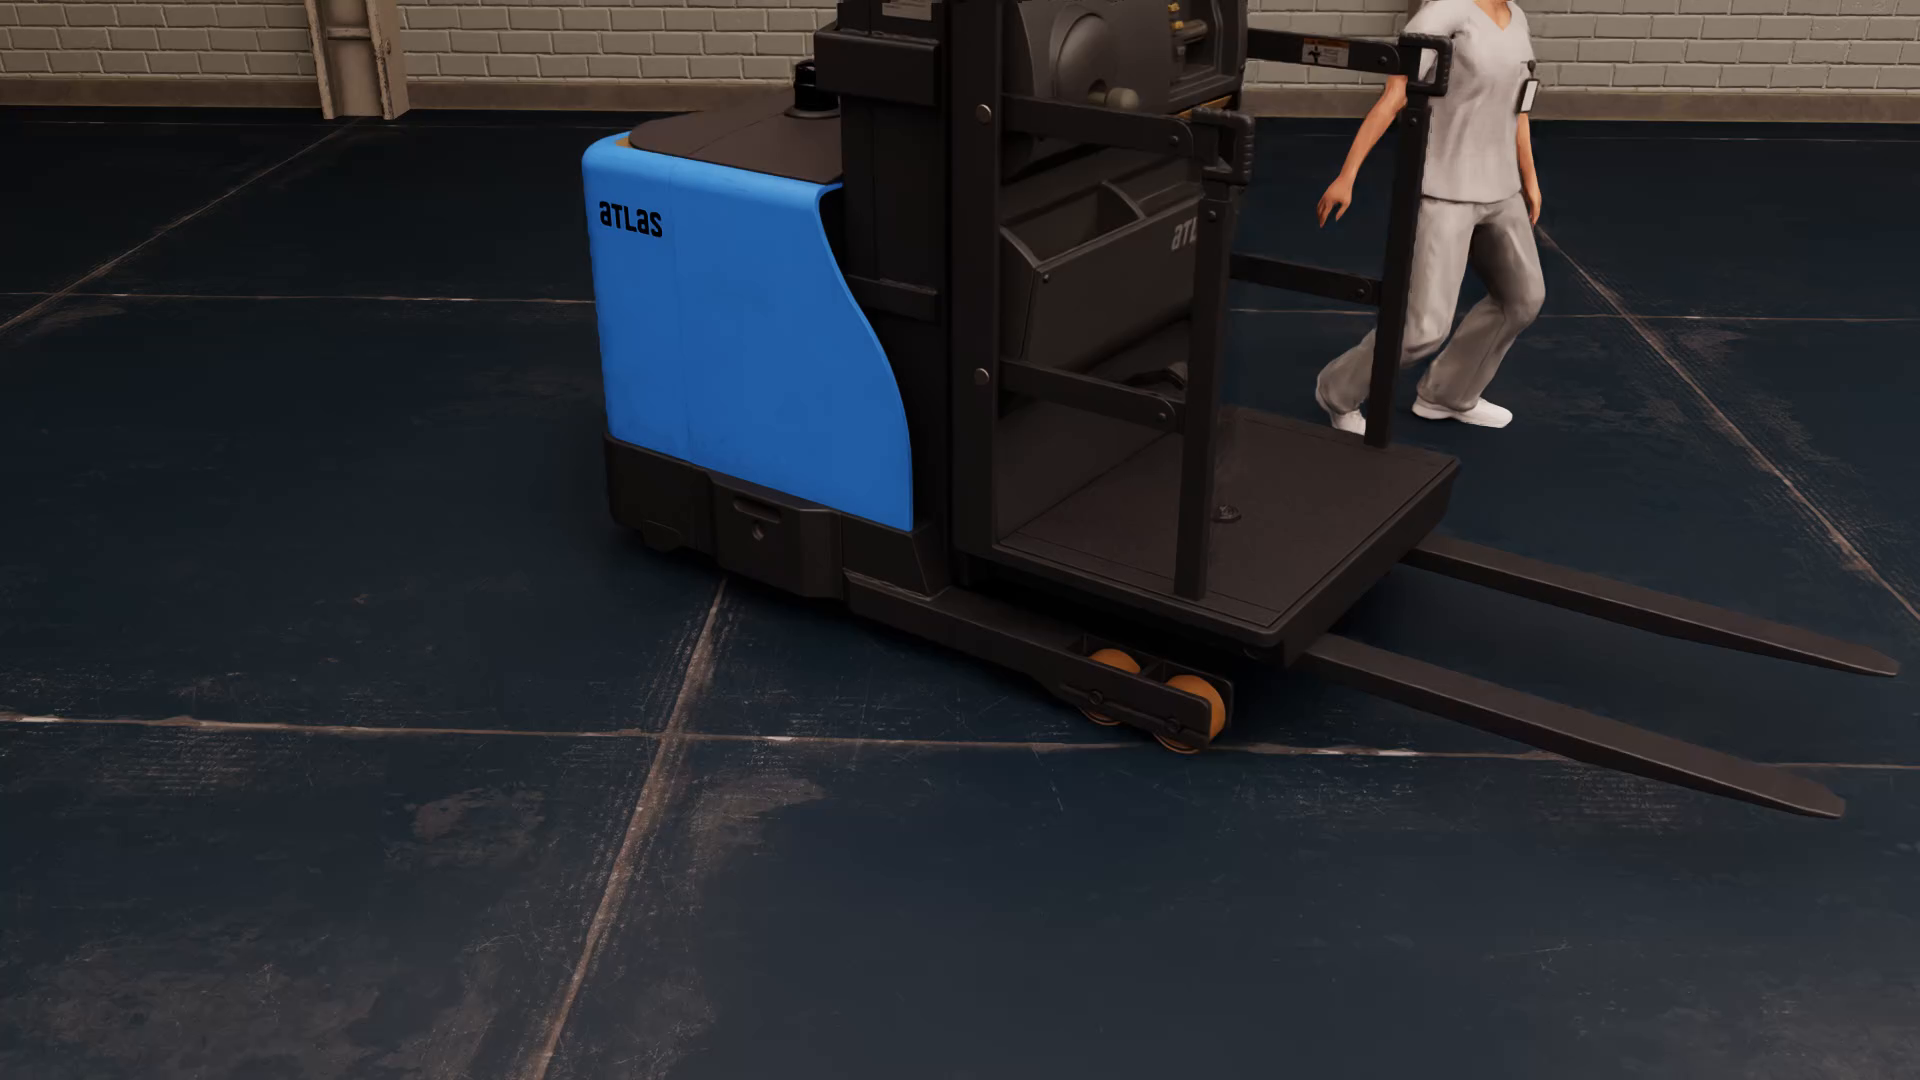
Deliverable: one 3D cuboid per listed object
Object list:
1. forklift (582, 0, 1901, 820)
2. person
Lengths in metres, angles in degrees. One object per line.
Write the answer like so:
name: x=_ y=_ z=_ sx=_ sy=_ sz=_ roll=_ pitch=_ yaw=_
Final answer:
forklift: x=0.548 y=-1.121 z=3.481 sx=3.031 sy=2.935 sz=1.130 roll=17 pitch=31 yaw=31
person: x=1.374 y=-1.025 z=4.811 sx=0.781 sy=1.599 sz=0.484 roll=-15 pitch=30 yaw=-27
